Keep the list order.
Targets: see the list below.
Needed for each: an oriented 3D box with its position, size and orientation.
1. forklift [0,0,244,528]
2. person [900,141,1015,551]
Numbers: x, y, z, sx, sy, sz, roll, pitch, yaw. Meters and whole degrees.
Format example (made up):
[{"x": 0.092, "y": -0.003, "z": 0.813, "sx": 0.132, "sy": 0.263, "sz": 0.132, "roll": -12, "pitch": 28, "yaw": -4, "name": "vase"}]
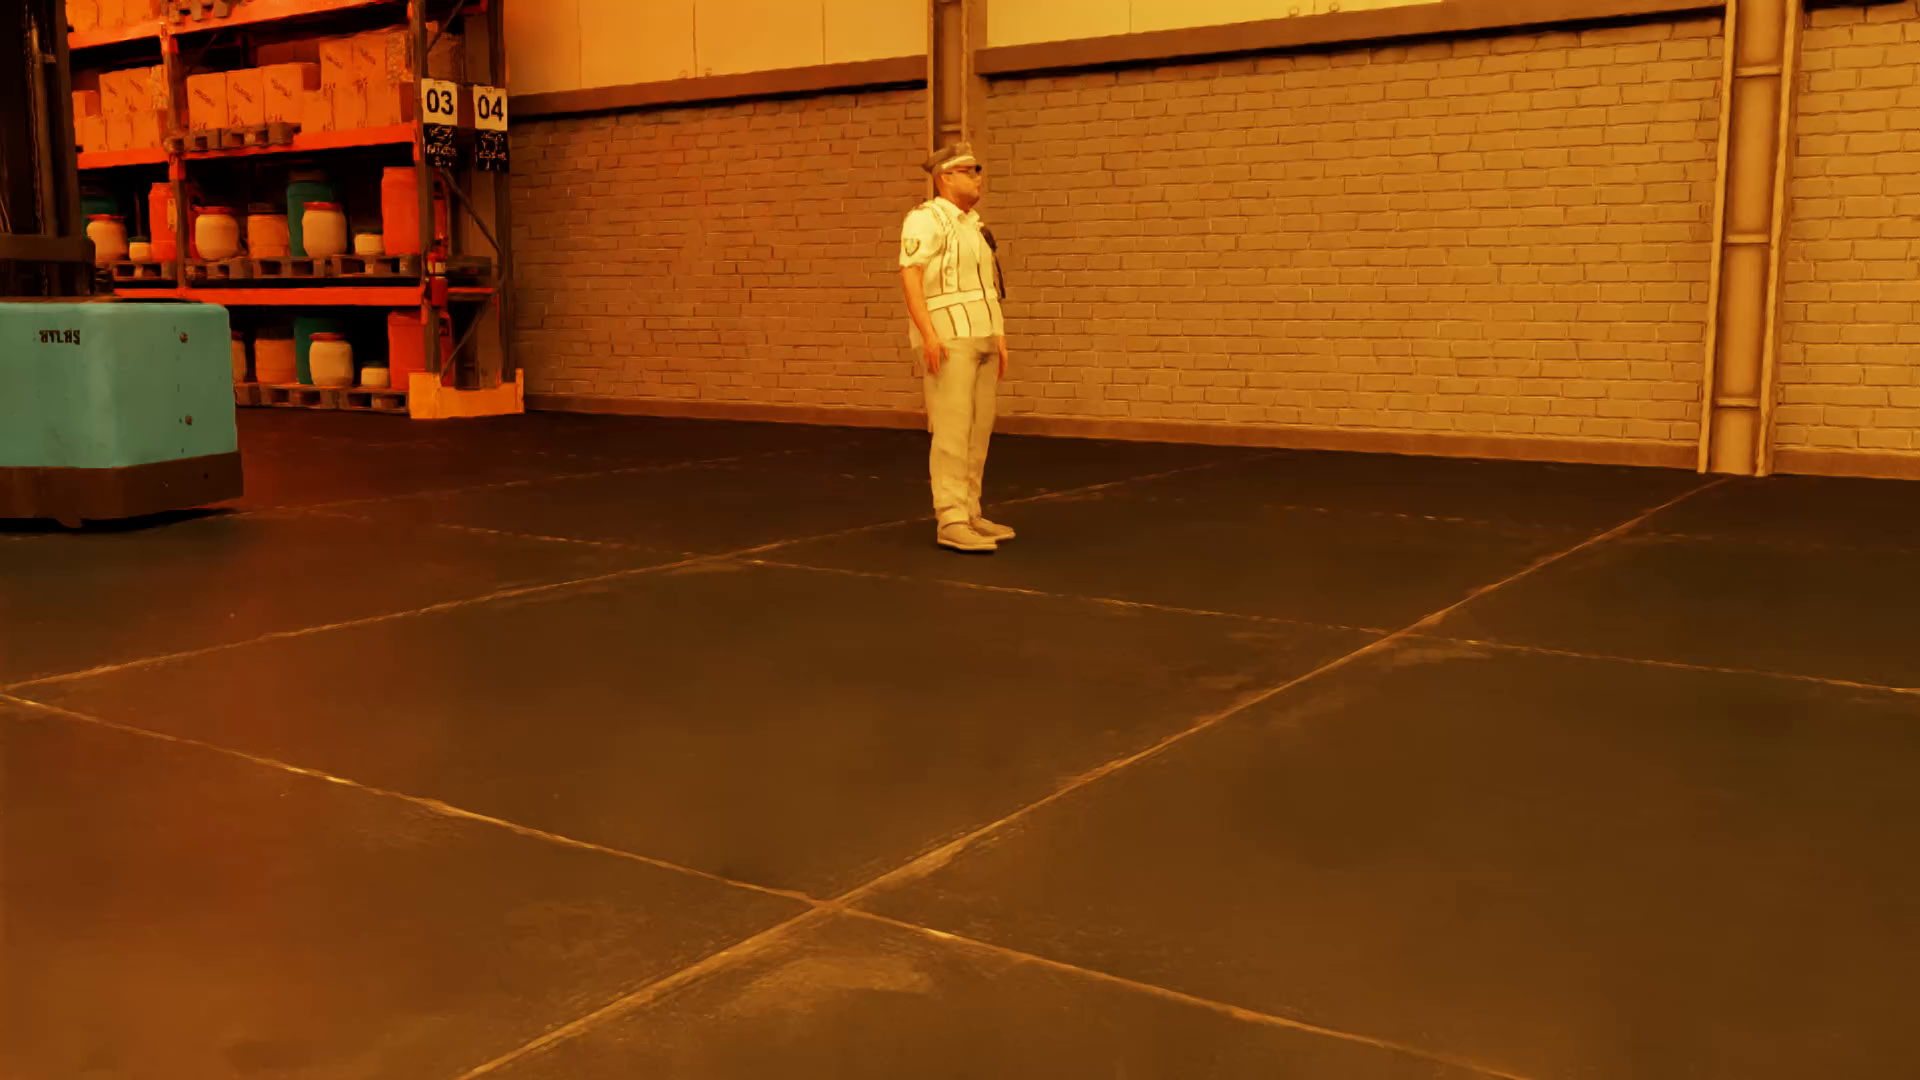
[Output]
[{"x": -5.313, "y": -1.585, "z": 8.341, "sx": 3.031, "sy": 2.935, "sz": 1.130, "roll": 2, "pitch": 8, "yaw": 11, "name": "forklift"}, {"x": 0.058, "y": -0.882, "z": 7.424, "sx": 0.574, "sy": 1.781, "sz": 0.640, "roll": 5, "pitch": 10, "yaw": 34, "name": "person"}]
